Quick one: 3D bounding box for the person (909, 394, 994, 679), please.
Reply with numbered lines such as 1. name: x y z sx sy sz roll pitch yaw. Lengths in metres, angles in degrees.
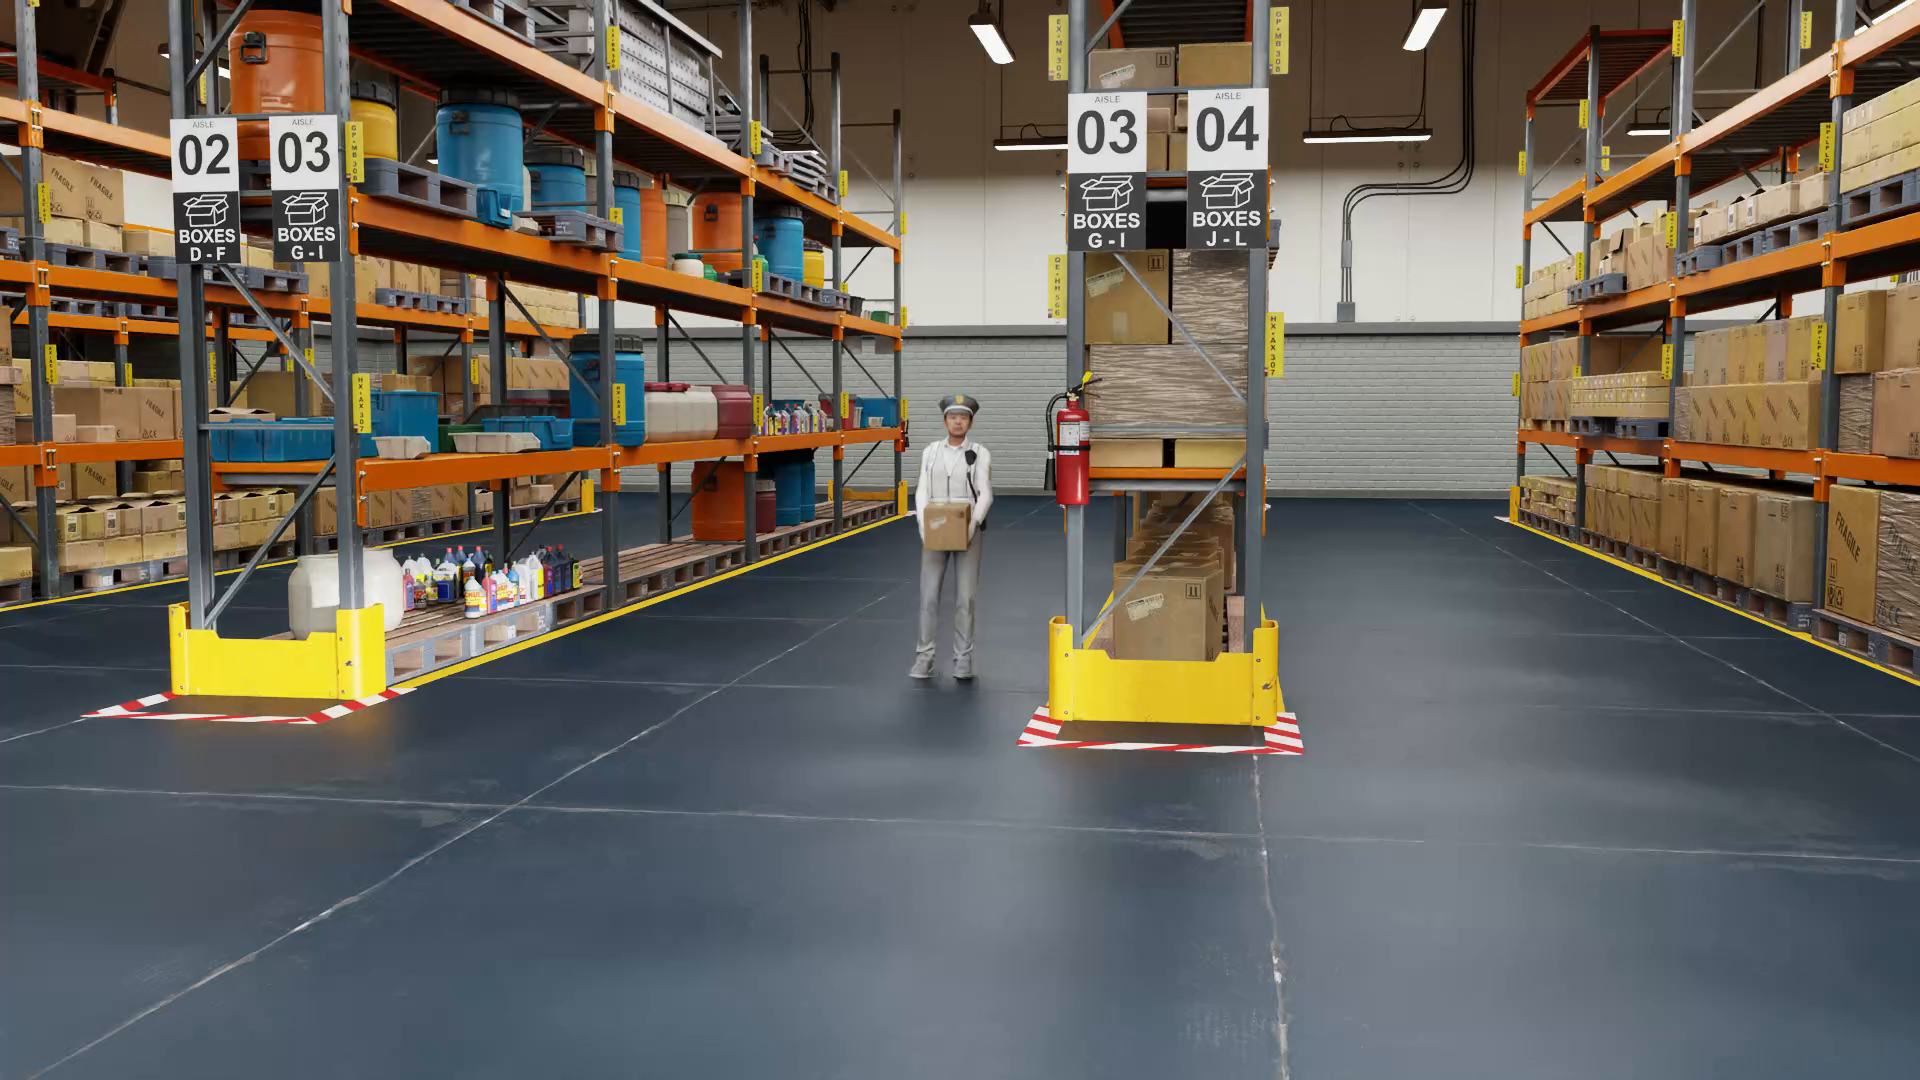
1. person: -0.069 -0.029 10.016 0.444 1.701 0.535 1 5 8
